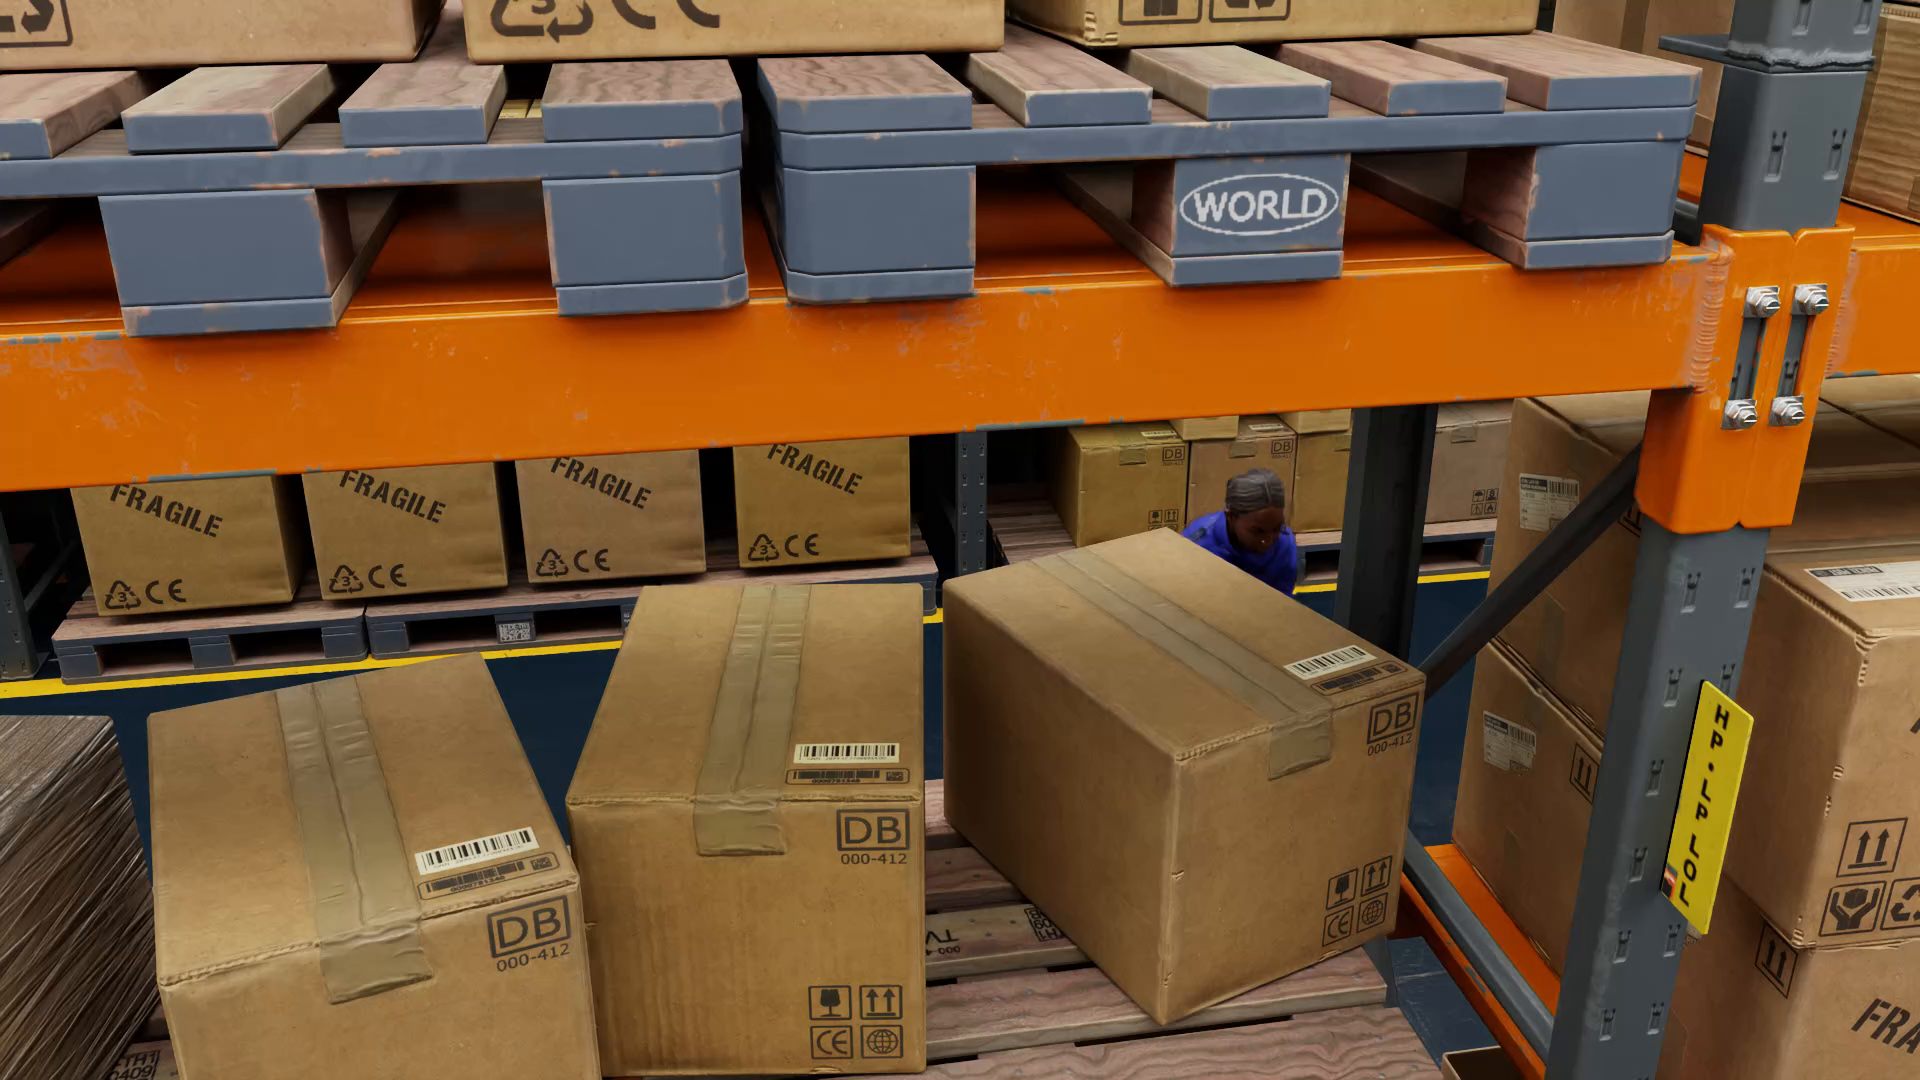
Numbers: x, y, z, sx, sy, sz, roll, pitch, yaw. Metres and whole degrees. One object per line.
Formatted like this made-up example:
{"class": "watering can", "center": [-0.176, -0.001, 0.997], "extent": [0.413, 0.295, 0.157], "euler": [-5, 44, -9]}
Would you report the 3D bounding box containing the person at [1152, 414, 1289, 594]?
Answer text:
{"class": "person", "center": [0.796, 0.334, 5.335], "extent": [0.532, 1.654, 0.350], "euler": [-6, 24, -13]}
